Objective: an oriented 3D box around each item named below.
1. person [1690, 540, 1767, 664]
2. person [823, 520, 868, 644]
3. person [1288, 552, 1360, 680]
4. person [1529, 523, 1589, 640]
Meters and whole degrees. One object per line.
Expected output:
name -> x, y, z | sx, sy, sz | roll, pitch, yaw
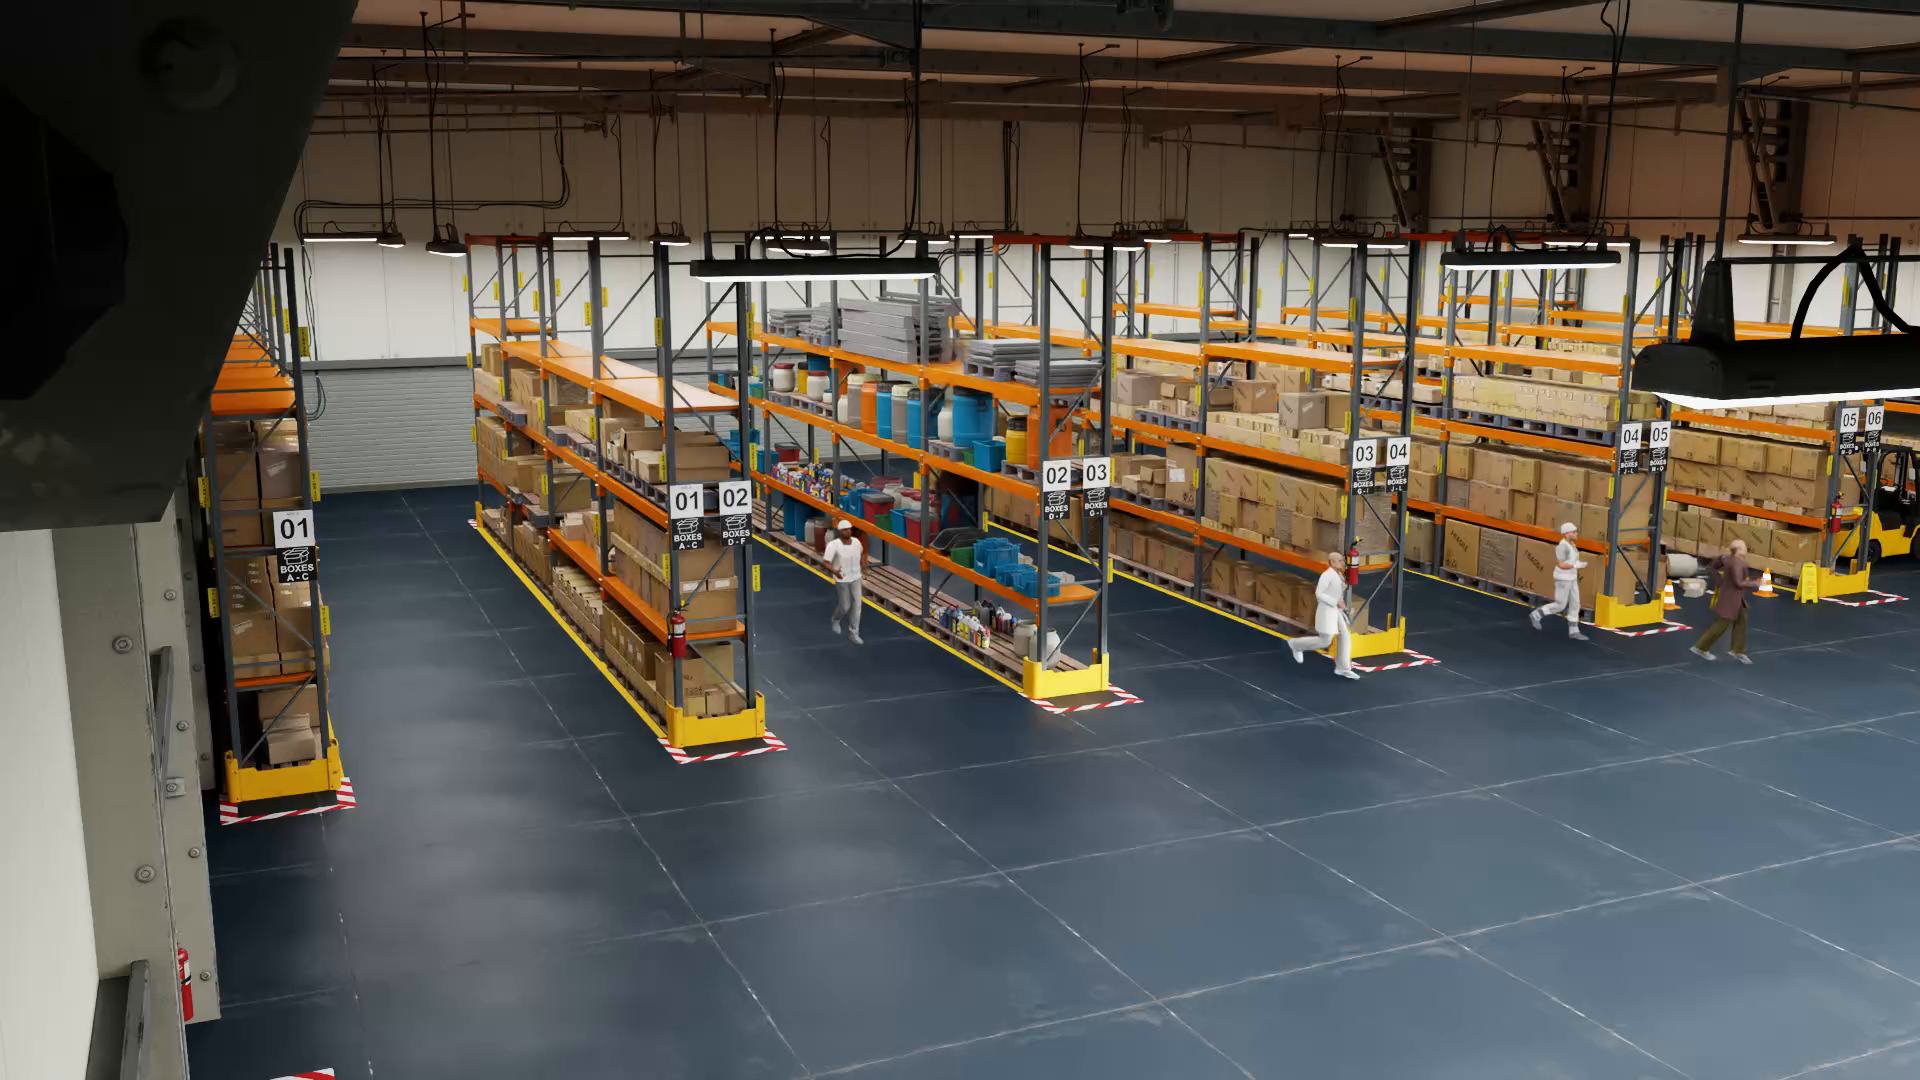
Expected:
person -> 11.026, 0.902, 23.852 | 0.936, 1.842, 0.661 | 3, 11, 17
person -> -1.618, 0.582, 24.108 | 0.712, 1.761, 0.793 | -6, 13, -29
person -> 5.138, 1.034, 23.253 | 1.043, 1.766, 0.720 | 7, 13, 33
person -> 9.150, 0.604, 25.255 | 0.908, 1.770, 0.668 | 9, 14, 38
